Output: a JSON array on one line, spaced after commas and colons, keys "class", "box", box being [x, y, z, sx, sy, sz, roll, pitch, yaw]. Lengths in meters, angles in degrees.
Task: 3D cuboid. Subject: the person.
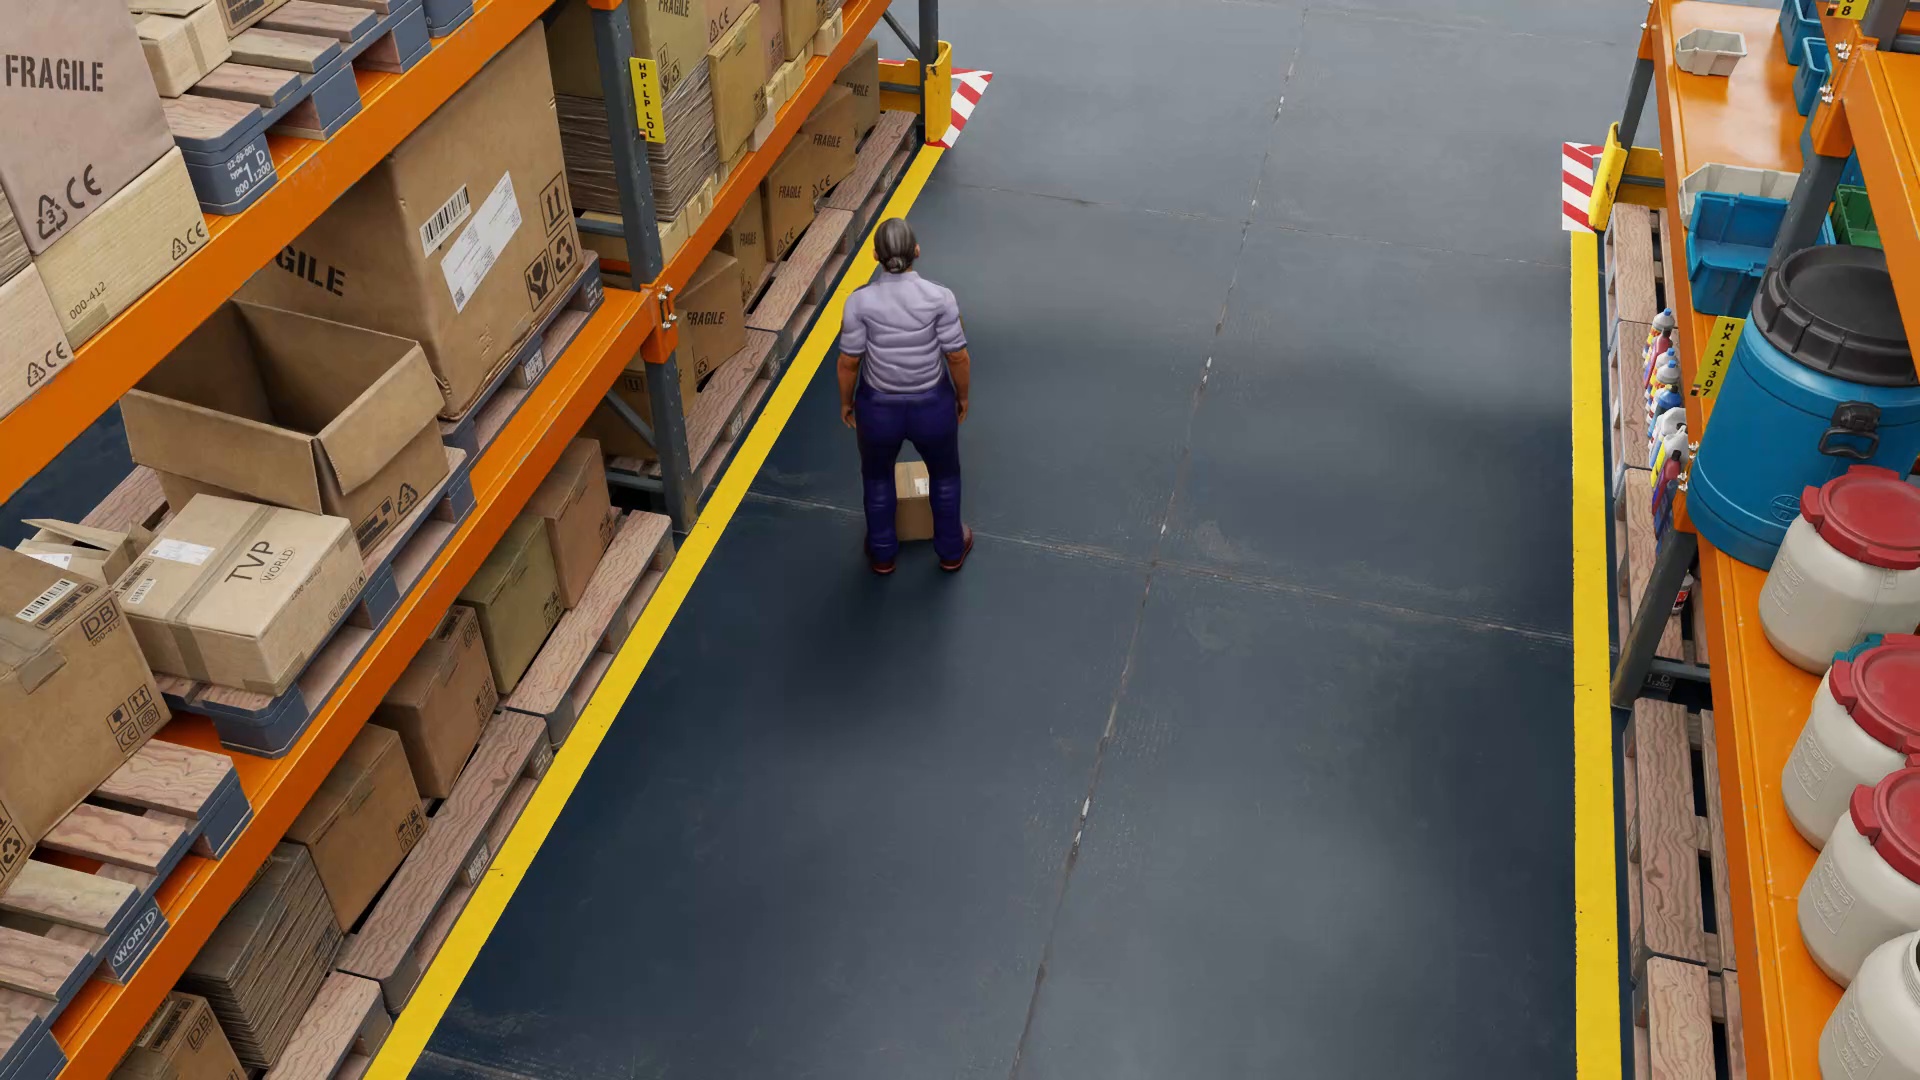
[{"class": "person", "box": [-0.213, -0.543, 6.783, 0.555, 1.652, 0.366, -2, 41, -2]}]
